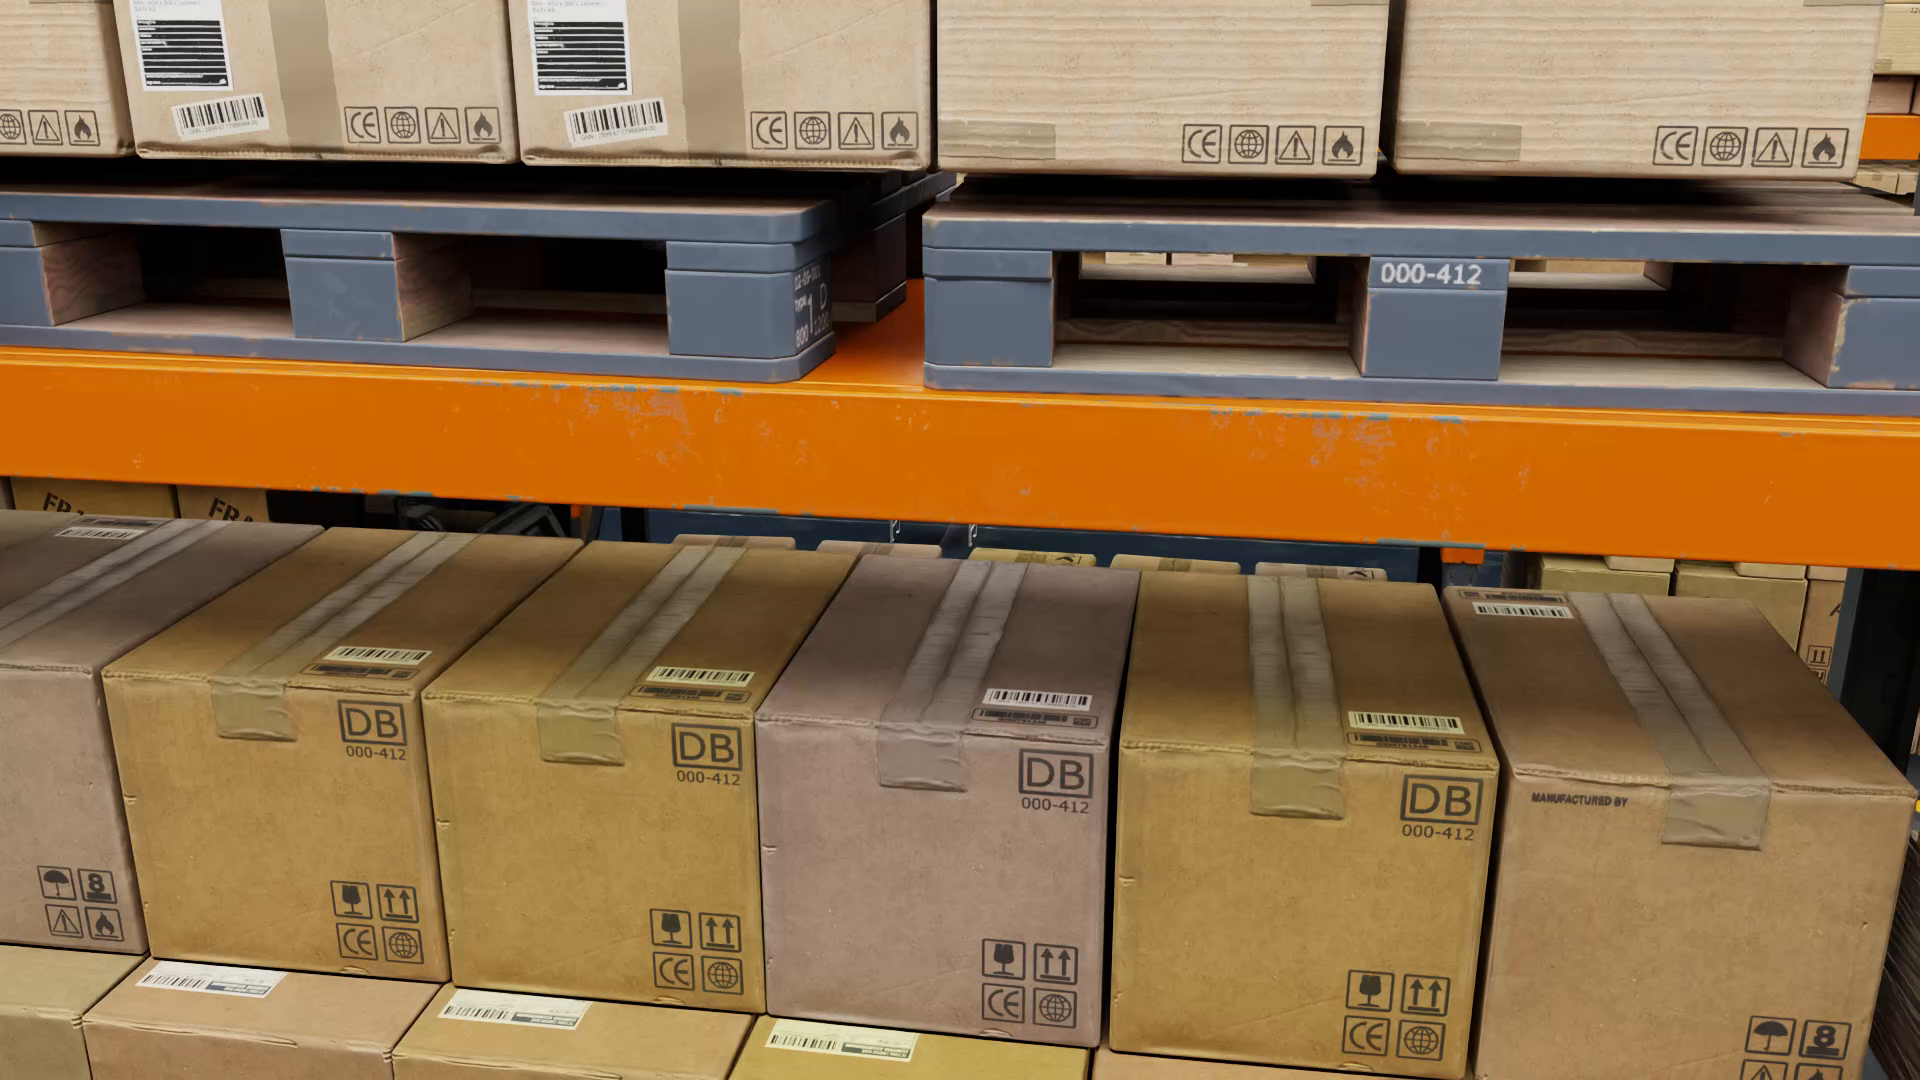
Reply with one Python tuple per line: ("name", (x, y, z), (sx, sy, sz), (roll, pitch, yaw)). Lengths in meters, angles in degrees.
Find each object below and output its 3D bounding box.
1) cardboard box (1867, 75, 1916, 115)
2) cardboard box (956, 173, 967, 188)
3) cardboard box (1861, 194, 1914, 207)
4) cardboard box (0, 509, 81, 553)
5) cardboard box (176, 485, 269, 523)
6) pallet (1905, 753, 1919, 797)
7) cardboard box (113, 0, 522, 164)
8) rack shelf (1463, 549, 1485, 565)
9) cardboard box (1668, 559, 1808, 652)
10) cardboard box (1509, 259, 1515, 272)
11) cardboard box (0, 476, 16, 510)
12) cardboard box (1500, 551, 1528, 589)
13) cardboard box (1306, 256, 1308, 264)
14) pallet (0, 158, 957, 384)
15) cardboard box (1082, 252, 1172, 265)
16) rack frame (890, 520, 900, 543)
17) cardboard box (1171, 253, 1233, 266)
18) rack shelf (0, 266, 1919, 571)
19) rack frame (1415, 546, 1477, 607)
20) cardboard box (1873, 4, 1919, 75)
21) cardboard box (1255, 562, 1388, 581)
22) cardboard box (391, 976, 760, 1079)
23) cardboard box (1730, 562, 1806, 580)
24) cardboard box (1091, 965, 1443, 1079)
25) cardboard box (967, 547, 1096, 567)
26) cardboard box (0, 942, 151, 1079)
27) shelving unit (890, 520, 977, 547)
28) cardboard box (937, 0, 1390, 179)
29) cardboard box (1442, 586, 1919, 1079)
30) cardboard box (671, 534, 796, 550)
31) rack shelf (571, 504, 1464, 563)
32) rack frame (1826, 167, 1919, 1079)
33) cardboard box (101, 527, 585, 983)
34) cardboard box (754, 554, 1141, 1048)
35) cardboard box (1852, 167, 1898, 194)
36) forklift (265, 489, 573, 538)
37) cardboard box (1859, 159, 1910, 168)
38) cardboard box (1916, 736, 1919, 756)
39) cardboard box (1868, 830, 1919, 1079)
("cardboard box", (3.481, -1.738, 6.440), (0.250, 0.149, 0.380), (2, 19, 7))
("cardboard box", (0.081, -2.554, 12.029), (0.250, 0.149, 0.380), (3, 19, 9))
("cardboard box", (3.590, -1.084, 6.614), (0.500, 0.500, 0.700), (3, 19, 7))
("cardboard box", (-1.996, 0.281, 3.003), (0.500, 0.500, 0.700), (3, 19, 8))
("cardboard box", (-3.301, -0.078, 8.495), (0.875, 0.875, 0.875), (3, 19, 9))
("pallet", (4.074, 0.828, 7.496), (1.213, 0.211, 1.003), (3, 19, 9))
("cardboard box", (-0.756, -0.694, 2.243), (0.500, 0.311, 0.500), (3, 19, 8))
("rack shelf", (4.172, -0.136, 7.116), (4.000, 0.370, 1.077), (3, 19, 9))
("cardboard box", (3.267, 0.309, 7.143), (0.500, 0.500, 0.500), (4, 19, 11))
("cardboard box", (3.895, -2.055, 11.561), (0.500, 0.500, 0.500), (3, 19, 10))
("cardboard box", (-5.077, -0.166, 8.759), (0.875, 0.875, 0.875), (4, 19, 10))
("cardboard box", (2.824, 0.117, 7.716), (0.500, 0.500, 0.500), (3, 19, 8))
("cardboard box", (1.705, -0.917, 7.028), (0.500, 0.500, 0.500), (3, 19, 8))
("pallet", (-0.689, -0.485, 2.596), (1.213, 0.211, 1.003), (4, 19, 11))
("cardboard box", (0.706, -0.969, 7.185), (0.500, 0.500, 0.500), (4, 19, 11))
("rack frame", (-0.404, -0.590, 10.174), (0.015, 1.200, 0.240), (3, 19, 9))
("cardboard box", (1.023, -1.256, 7.020), (0.250, 0.149, 0.380), (2, 19, 7))
("rack shelf", (-0.463, -0.204, 2.592), (4.000, 0.370, 1.077), (3, 19, 9))
("rack frame", (2.197, -0.578, 7.303), (0.127, 3.000, 1.000), (3, 19, 9))
("cardboard box", (3.592, -1.910, 6.325), (0.500, 0.250, 0.500), (3, 19, 9))
("cardboard box", (1.679, 0.443, 7.730), (0.625, 0.372, 0.950), (3, 19, 9))
("cardboard box", (-0.545, 0.912, 2.692), (0.500, 0.500, 0.500), (3, 19, 8))
("cardboard box", (3.359, 0.028, 6.959), (0.250, 0.149, 0.380), (4, 19, 11))
("cardboard box", (0.455, 0.963, 2.542), (0.500, 0.500, 0.500), (3, 19, 8))
("cardboard box", (0.282, 0.374, 7.938), (0.625, 0.372, 0.950), (4, 19, 10))
("cardboard box", (-1.535, 0.861, 2.845), (0.500, 0.500, 0.500), (3, 19, 8))
("shelving unit", (-0.163, -0.577, 10.138), (0.503, 1.200, 0.258), (3, 19, 9))
("cardboard box", (0.258, -0.613, 2.098), (0.500, 0.250, 0.500), (3, 19, 8))
("cardboard box", (1.021, 0.433, 2.548), (0.500, 0.500, 0.700), (3, 19, 8))
("cardboard box", (-1.196, 0.299, 8.161), (0.625, 0.372, 0.950), (2, 19, 5))
("rack shelf", (0.223, -0.337, 7.718), (4.000, 0.370, 1.077), (3, 19, 9))
("rack frame", (1.512, 0.978, 2.653), (0.127, 3.000, 1.000), (3, 19, 9))
("cardboard box", (-0.989, 0.331, 2.854), (0.500, 0.500, 0.700), (3, 19, 8))
("cardboard box", (0.014, 0.382, 2.700), (0.500, 0.500, 0.700), (3, 19, 9))
("cardboard box", (6.032, -2.387, 11.062), (0.250, 0.149, 0.380), (3, 19, 10))
("forklift", (-1.252, 0.158, 5.213), (3.031, 2.935, 1.130), (4, 19, 11))
("cardboard box", (6.380, -2.545, 11.533), (0.250, 0.149, 0.380), (4, 19, 11))
("cardboard box", (4.278, 0.719, 7.100), (0.500, 0.250, 0.500), (2, 19, 7))
("cardboard box", (1.878, 0.922, 2.585), (0.550, 0.550, 0.875), (3, 19, 9))
